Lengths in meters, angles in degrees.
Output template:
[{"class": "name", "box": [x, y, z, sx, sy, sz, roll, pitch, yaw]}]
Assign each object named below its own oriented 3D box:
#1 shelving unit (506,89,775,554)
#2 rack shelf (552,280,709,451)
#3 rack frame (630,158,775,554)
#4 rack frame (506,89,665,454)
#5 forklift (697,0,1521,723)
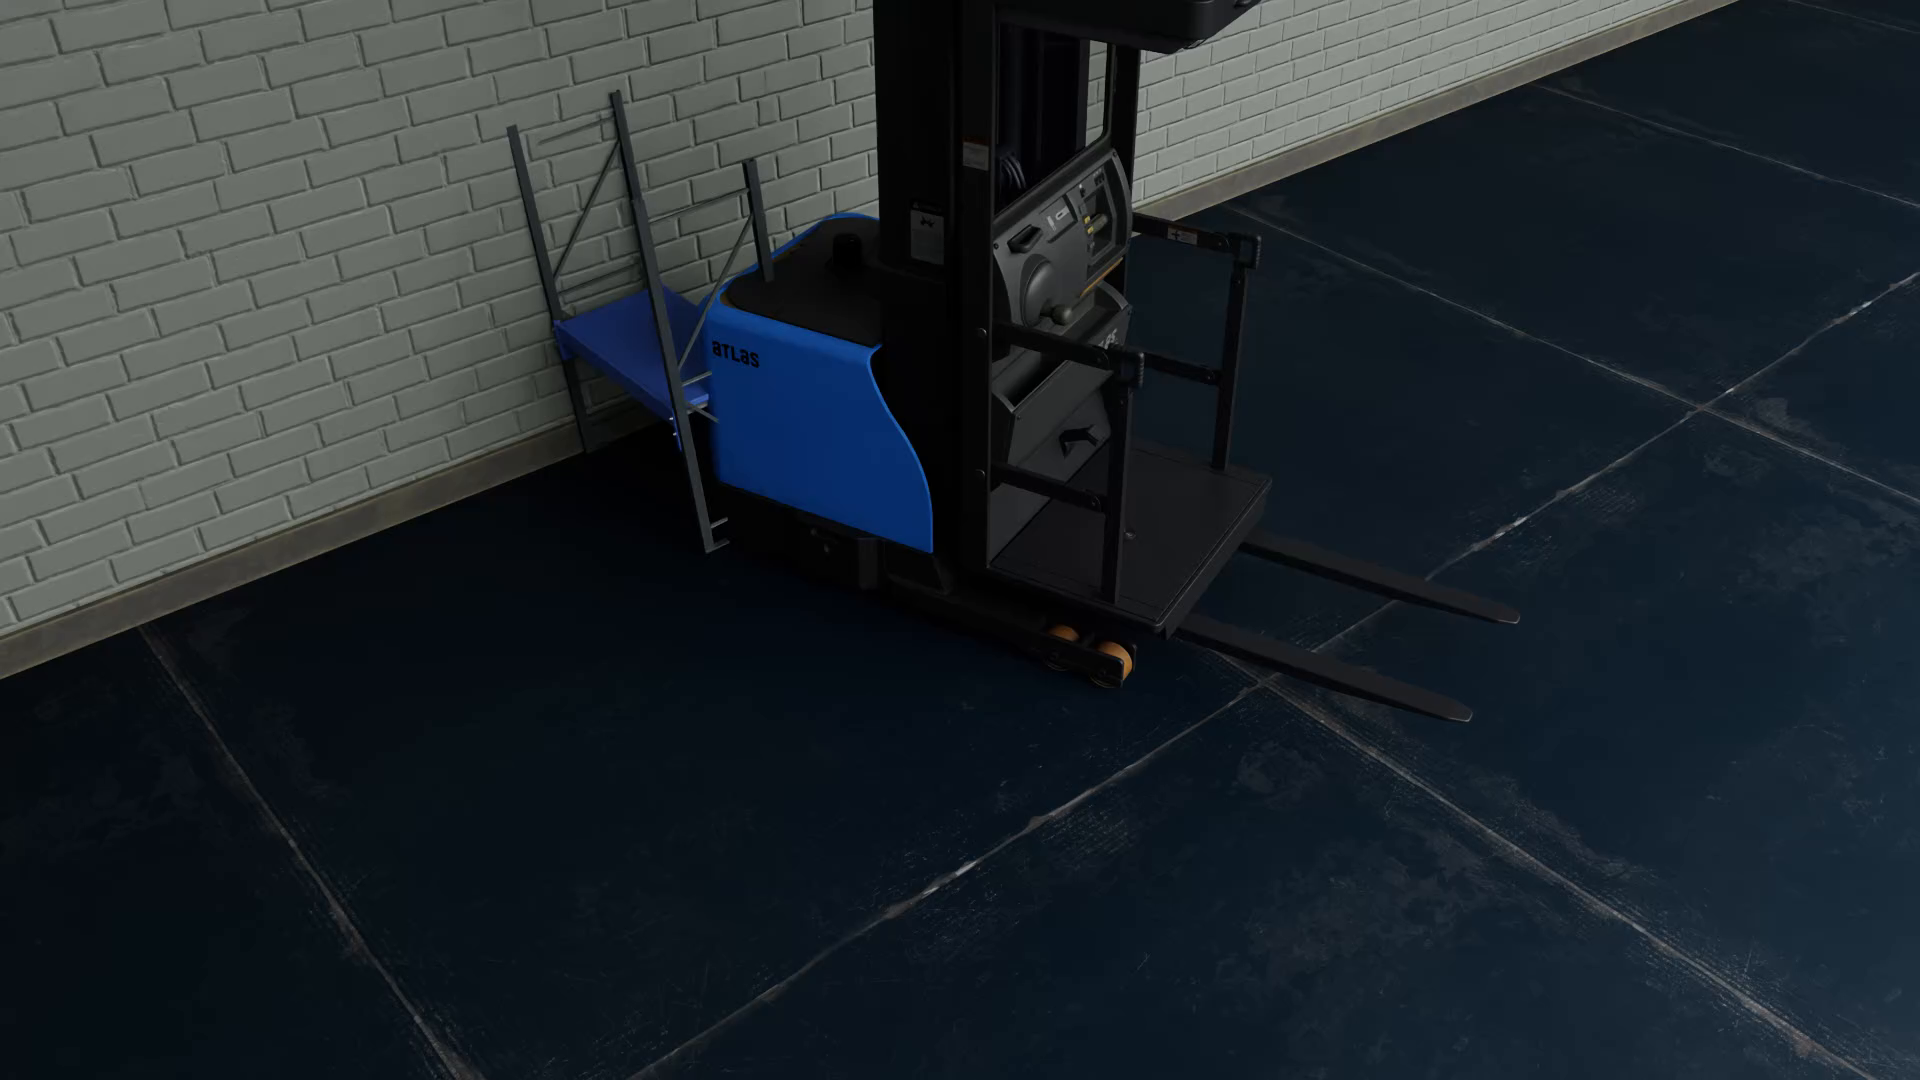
[{"class": "shelving unit", "box": [-1.189, -0.874, 6.621, 0.538, 1.500, 1.048, -28, 41, -28]}, {"class": "rack shelf", "box": [-1.175, -0.729, 6.726, 0.538, 0.185, 1.000, -28, 41, -28]}, {"class": "rack frame", "box": [-0.878, -0.658, 6.282, 0.500, 1.500, 0.032, -28, 41, -28]}, {"class": "rack frame", "box": [-1.501, -1.089, 6.960, 0.500, 1.500, 0.032, -28, 41, -28]}, {"class": "forklift", "box": [0.541, -1.015, 5.647, 3.031, 2.935, 1.130, 18, 39, 24]}]
